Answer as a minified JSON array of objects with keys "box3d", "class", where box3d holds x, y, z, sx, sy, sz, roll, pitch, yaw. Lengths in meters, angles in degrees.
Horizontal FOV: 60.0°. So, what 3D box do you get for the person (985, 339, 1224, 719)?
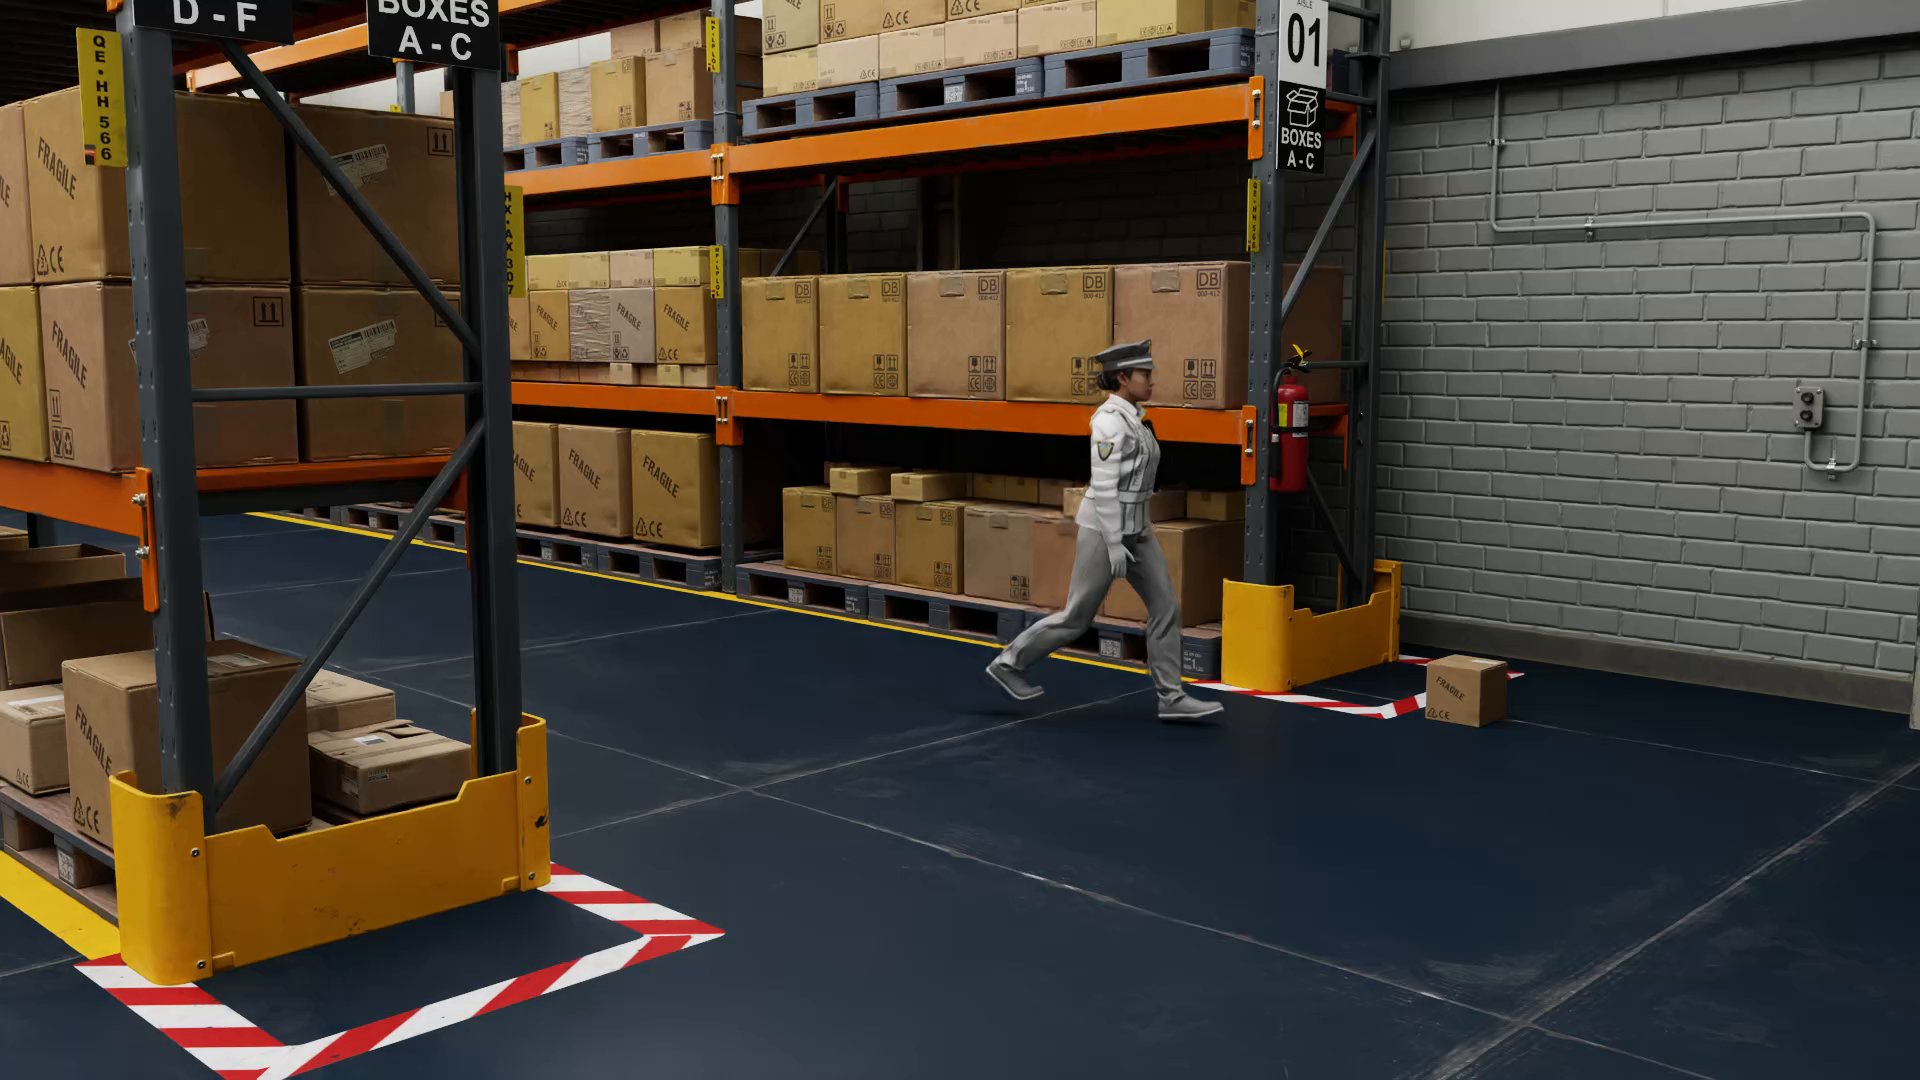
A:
[{"box3d":[0.618,-0.040,7.096,1.022,1.628,0.487,3,8,23],"class":"person"}]
